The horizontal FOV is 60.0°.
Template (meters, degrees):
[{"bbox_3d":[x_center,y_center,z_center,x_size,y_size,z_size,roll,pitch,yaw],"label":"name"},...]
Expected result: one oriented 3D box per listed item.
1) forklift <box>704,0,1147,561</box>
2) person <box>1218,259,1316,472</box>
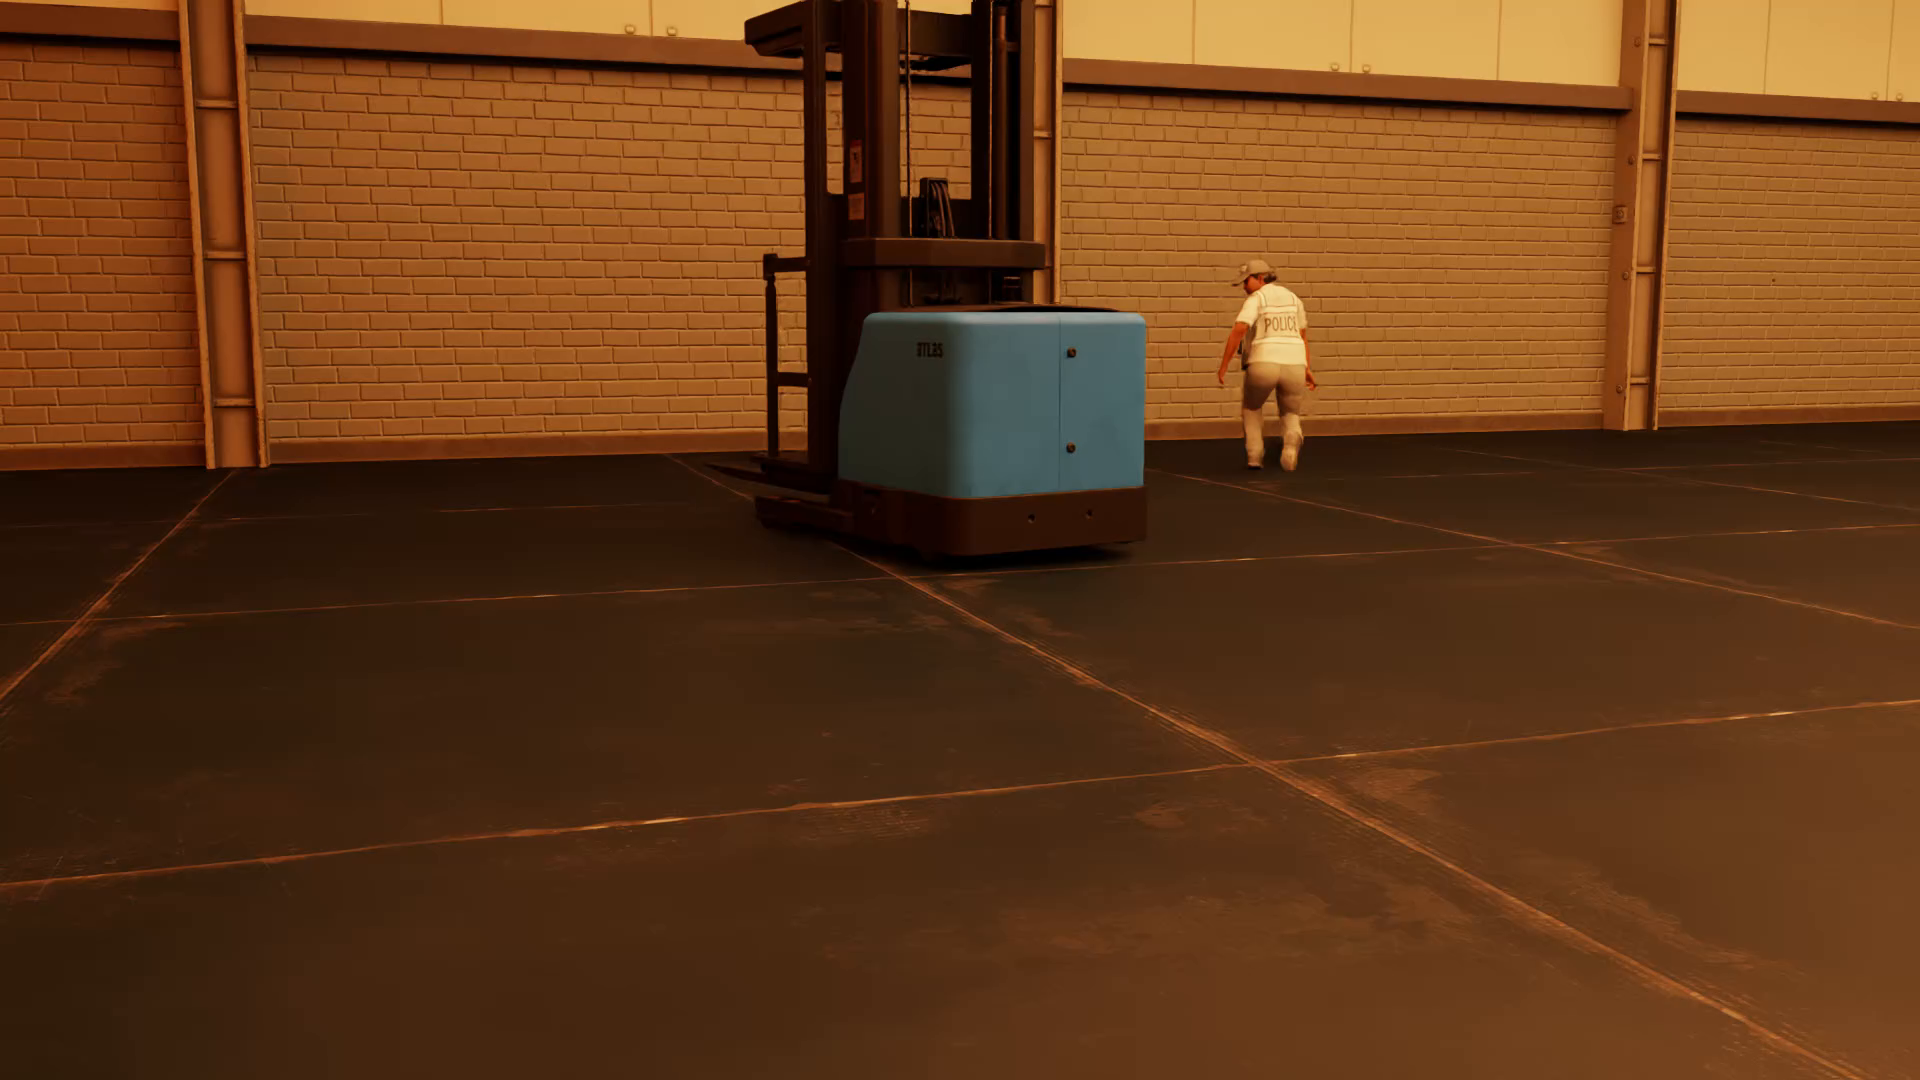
[{"bbox_3d":[-0.375,-1.520,8.221,1.130,2.935,3.031,-5,9,-32],"label":"forklift"},{"bbox_3d":[2.159,-1.202,11.468,0.757,1.456,0.621,-1,8,-9],"label":"person"}]
